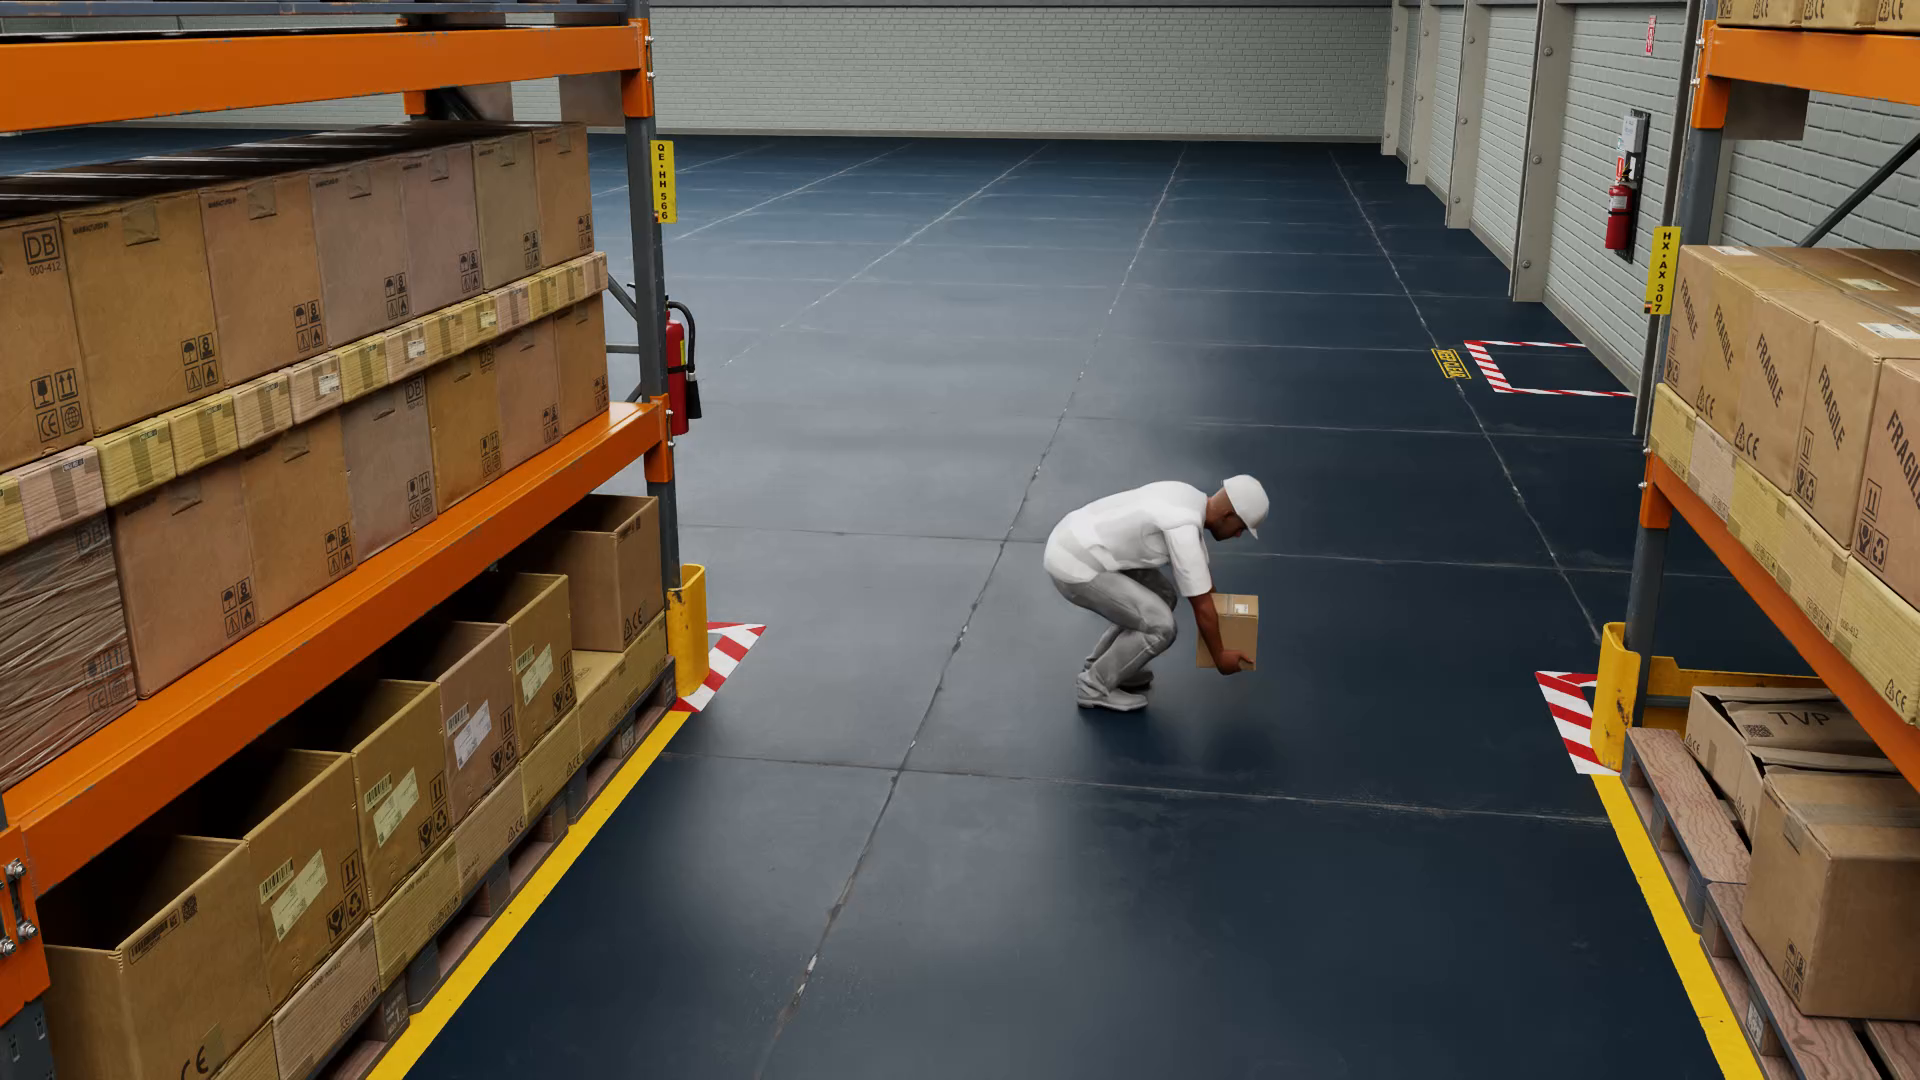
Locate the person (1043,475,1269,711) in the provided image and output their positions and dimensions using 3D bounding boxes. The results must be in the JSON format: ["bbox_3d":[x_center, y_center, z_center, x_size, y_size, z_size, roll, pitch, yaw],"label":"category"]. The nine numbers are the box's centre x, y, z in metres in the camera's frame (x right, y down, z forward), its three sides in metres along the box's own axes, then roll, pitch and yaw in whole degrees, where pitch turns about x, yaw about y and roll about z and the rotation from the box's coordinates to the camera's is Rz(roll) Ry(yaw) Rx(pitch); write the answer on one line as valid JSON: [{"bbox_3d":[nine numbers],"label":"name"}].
[{"bbox_3d":[0.828,0.201,7.135,0.940,1.009,0.527,2,18,7],"label":"person"}]
